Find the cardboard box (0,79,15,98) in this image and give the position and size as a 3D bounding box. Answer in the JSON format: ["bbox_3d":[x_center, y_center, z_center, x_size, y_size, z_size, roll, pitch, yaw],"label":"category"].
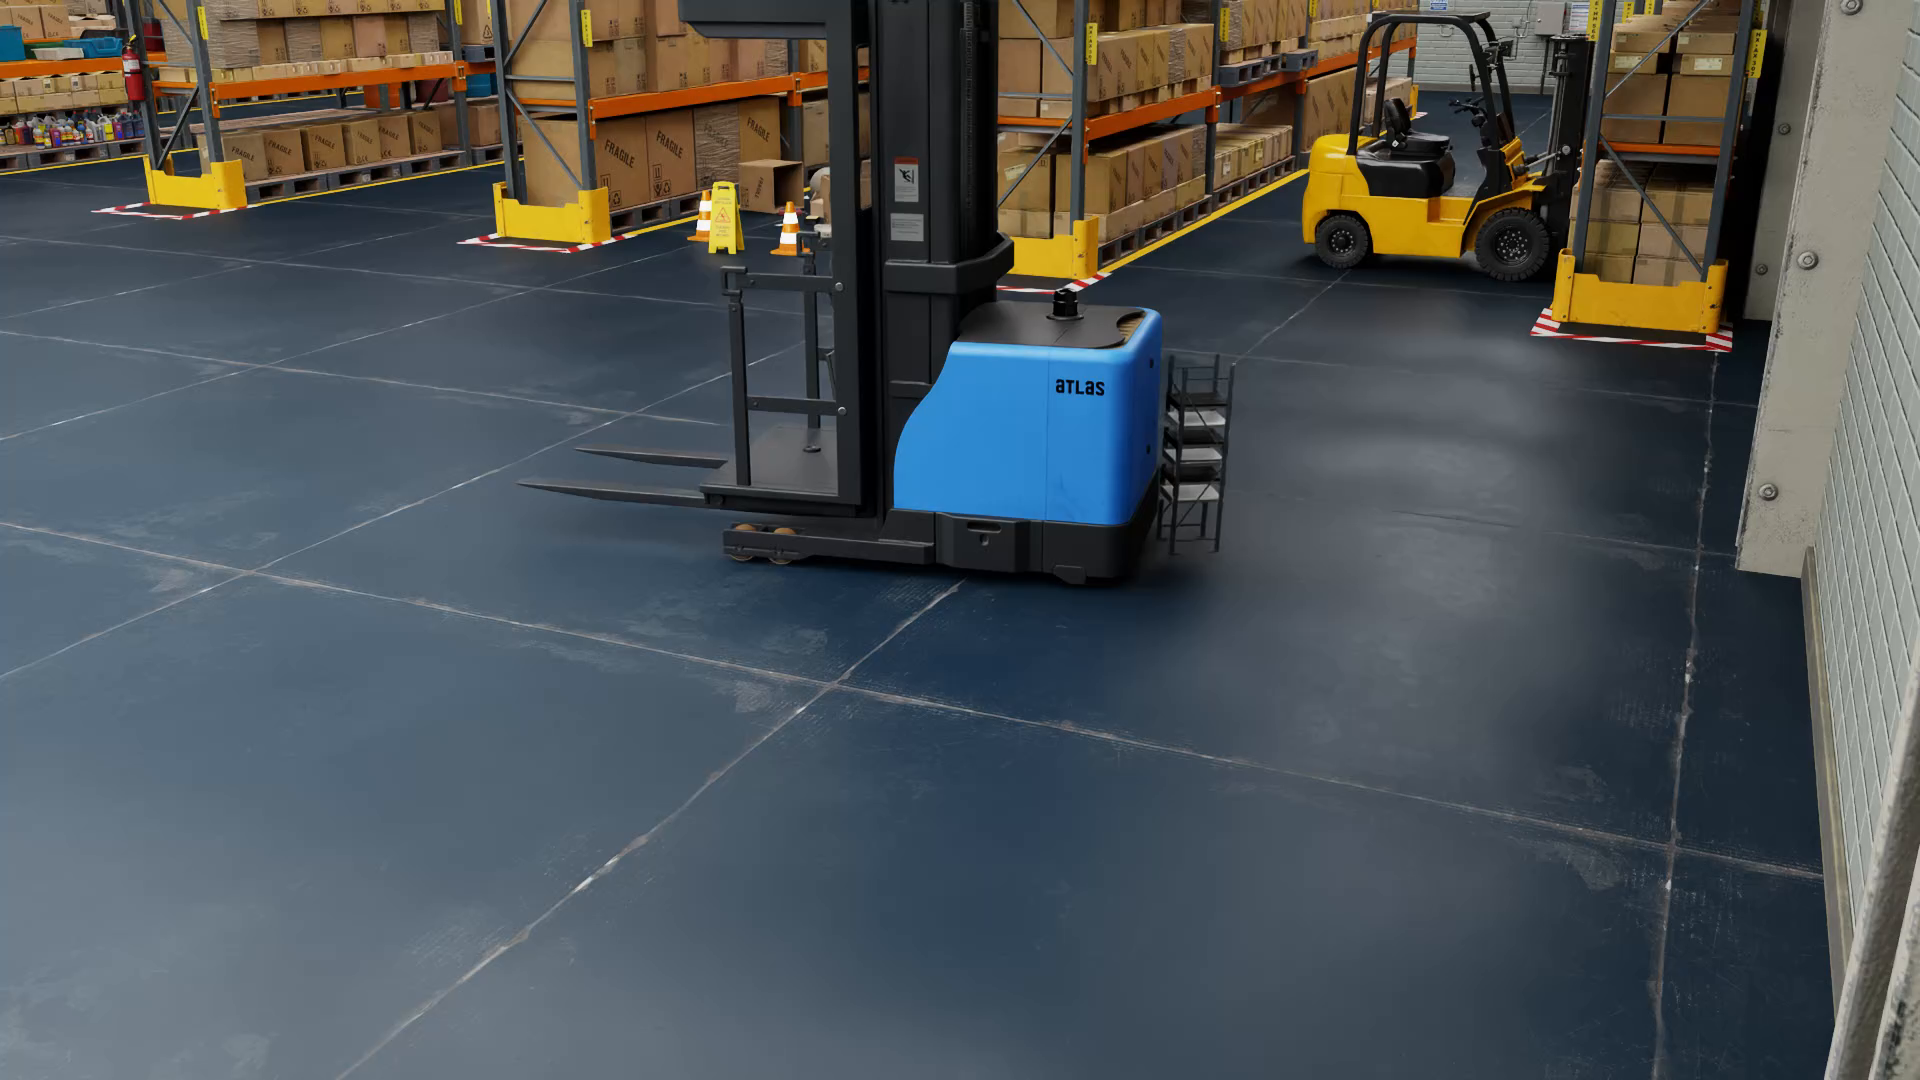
[{"bbox_3d":[-15.251,-7.098,26.092,0.500,0.311,0.500,8,21,22],"label":"cardboard box"}]

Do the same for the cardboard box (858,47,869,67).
[{"bbox_3d":[-1.464,-6.093,20.477,0.500,0.500,0.500,8,21,22],"label":"cardboard box"}]

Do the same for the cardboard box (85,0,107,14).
[{"bbox_3d":[-17.262,-10.675,32.887,0.500,0.500,0.500,9,21,23],"label":"cardboard box"}]

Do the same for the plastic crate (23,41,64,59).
[{"bbox_3d":[-12.154,-6.531,22.171,0.450,0.188,0.662,9,21,23],"label":"plastic crate"}]

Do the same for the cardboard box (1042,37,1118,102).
[{"bbox_3d":[1.028,-4.038,14.255,0.500,0.500,0.500,8,21,22],"label":"cardboard box"}]

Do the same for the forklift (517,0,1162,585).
[{"bbox_3d":[-0.609,-1.433,7.623,3.031,2.935,1.130,5,20,13],"label":"forklift"}]

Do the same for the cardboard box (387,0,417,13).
[{"bbox_3d":[-6.958,-6.657,20.126,0.500,0.500,0.500,9,21,23],"label":"cardboard box"}]

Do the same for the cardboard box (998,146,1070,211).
[{"bbox_3d":[0.672,-3.281,15.075,0.500,0.500,0.500,9,21,23],"label":"cardboard box"}]

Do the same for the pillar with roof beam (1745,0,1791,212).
[{"bbox_3d":[4.748,-8.405,18.173,9.100,9.000,0.400,9,21,23],"label":"pillar with roof beam"}]

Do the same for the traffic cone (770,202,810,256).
[{"bbox_3d":[-1.571,-2.906,15.450,0.336,0.463,0.334,9,21,23],"label":"traffic cone"}]

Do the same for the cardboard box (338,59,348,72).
[{"bbox_3d":[-7.441,-5.580,19.558,0.380,0.149,0.250,9,21,23],"label":"cardboard box"}]

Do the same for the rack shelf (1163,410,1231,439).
[{"bbox_3d":[1.093,-0.534,7.674,0.258,0.077,0.200,-2,21,-11],"label":"rack shelf"}]

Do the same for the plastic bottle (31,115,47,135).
[{"bbox_3d":[-12.377,-5.532,22.343,0.144,0.351,0.185,10,22,25],"label":"plastic bottle"}]

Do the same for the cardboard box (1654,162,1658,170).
[{"bbox_3d":[5.853,-3.247,14.608,0.500,0.250,0.500,9,22,25],"label":"cardboard box"}]

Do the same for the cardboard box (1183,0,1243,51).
[{"bbox_3d":[2.673,-5.456,17.615,0.500,0.500,0.500,9,22,24],"label":"cardboard box"}]

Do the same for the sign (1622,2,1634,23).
[{"bbox_3d":[6.250,-4.867,15.568,0.100,0.325,0.005,9,21,23],"label":"sign"}]

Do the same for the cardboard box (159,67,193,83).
[{"bbox_3d":[-8.531,-5.101,18.211,0.380,0.149,0.250,9,21,23],"label":"cardboard box"}]

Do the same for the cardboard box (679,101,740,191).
[{"bbox_3d":[-3.025,-4.354,18.278,0.875,0.875,0.875,9,21,23],"label":"cardboard box"}]

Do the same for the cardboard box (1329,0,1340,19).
[{"bbox_3d":[4.703,-7.134,21.912,0.500,0.500,0.500,9,22,24],"label":"cardboard box"}]

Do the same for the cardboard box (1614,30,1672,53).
[{"bbox_3d":[5.066,-3.696,12.323,0.380,0.149,0.250,9,21,23],"label":"cardboard box"}]

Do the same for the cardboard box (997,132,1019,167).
[{"bbox_3d":[0.583,-4.381,18.412,0.500,0.500,0.500,9,21,23],"label":"cardboard box"}]

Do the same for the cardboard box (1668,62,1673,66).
[{"bbox_3d":[5.504,-3.612,13.500,0.500,0.500,0.500,8,21,22],"label":"cardboard box"}]

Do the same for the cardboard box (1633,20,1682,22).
[{"bbox_3d":[5.893,-4.319,14.075,0.380,0.149,0.250,8,21,22],"label":"cardboard box"}]

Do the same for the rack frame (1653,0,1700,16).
[{"bbox_3d":[8.387,-5.510,18.986,1.000,3.000,0.127,9,21,23],"label":"rack frame"}]

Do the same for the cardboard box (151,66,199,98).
[{"bbox_3d":[-13.773,-8.040,29.173,0.500,0.500,0.500,10,22,25],"label":"cardboard box"}]

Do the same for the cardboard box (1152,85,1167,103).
[{"bbox_3d":[1.749,-4.240,15.790,0.380,0.149,0.250,9,21,23],"label":"cardboard box"}]

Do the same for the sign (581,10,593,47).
[{"bbox_3d":[-3.472,-4.760,15.467,0.100,0.325,0.005,9,21,23],"label":"sign"}]

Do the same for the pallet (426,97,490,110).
[{"bbox_3d":[-8.916,-7.534,28.838,1.003,0.211,1.213,9,21,23],"label":"pallet"}]

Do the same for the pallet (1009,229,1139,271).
[{"bbox_3d":[0.978,-2.697,15.238,1.003,0.211,1.213,9,21,23],"label":"pallet"}]

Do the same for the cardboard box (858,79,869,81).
[{"bbox_3d":[-2.097,-8.986,31.302,0.875,0.875,0.875,9,21,23],"label":"cardboard box"}]

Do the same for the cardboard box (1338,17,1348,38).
[{"bbox_3d":[4.938,-6.938,22.478,0.500,0.250,0.500,9,21,24],"label":"cardboard box"}]

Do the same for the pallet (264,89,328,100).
[{"bbox_3d":[-12.880,-8.565,31.738,1.003,0.211,1.213,9,21,23],"label":"pallet"}]

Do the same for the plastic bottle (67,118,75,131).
[{"bbox_3d":[-12.153,-5.631,22.740,0.097,0.271,0.097,0,20,0],"label":"plastic bottle"}]

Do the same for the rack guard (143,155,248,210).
[{"bbox_3d":[-8.428,-3.950,18.329,1.175,0.500,0.348,9,21,23],"label":"rack guard"}]

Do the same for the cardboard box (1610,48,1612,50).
[{"bbox_3d":[5.075,-3.644,12.621,0.380,0.149,0.250,9,21,24],"label":"cardboard box"}]

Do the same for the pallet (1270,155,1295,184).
[{"bbox_3d":[3.536,-4.638,20.694,1.003,0.211,1.213,9,21,23],"label":"pallet"}]

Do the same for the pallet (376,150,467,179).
[{"bbox_3d":[-7.064,-4.803,21.159,1.003,0.211,1.213,9,21,23],"label":"pallet"}]

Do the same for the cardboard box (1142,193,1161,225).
[{"bbox_3d":[1.592,-3.179,15.908,0.500,0.250,0.500,10,22,26],"label":"cardboard box"}]

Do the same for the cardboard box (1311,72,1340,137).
[{"bbox_3d":[4.585,-5.859,22.510,0.875,0.875,0.875,9,21,23],"label":"cardboard box"}]

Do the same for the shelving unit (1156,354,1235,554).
[{"bbox_3d":[1.089,-0.397,7.726,0.258,0.900,0.210,-2,21,-11],"label":"shelving unit"}]

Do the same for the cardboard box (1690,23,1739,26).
[{"bbox_3d":[6.103,-4.100,13.459,0.380,0.149,0.250,9,21,23],"label":"cardboard box"}]

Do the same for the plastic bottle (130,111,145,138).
[{"bbox_3d":[-11.341,-5.729,22.899,0.144,0.351,0.185,8,21,21],"label":"plastic bottle"}]

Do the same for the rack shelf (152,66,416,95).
[{"bbox_3d":[-7.641,-5.469,19.652,0.919,0.124,3.809,9,21,23],"label":"rack shelf"}]

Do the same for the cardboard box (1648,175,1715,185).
[{"bbox_3d":[5.682,-2.712,13.103,0.500,0.250,0.500,9,21,23],"label":"cardboard box"}]

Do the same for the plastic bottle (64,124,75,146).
[{"bbox_3d":[-11.770,-5.352,21.958,0.097,0.271,0.097,0,20,0],"label":"plastic bottle"}]

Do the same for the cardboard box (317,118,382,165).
[{"bbox_3d":[-7.432,-4.854,20.244,0.500,0.500,0.500,7,21,18],"label":"cardboard box"}]

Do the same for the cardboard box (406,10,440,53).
[{"bbox_3d":[-7.062,-6.385,20.853,0.875,0.500,0.500,9,21,23],"label":"cardboard box"}]

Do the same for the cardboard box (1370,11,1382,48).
[{"bbox_3d":[5.926,-7.567,24.622,0.500,0.500,0.500,9,22,24],"label":"cardboard box"}]

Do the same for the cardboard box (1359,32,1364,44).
[{"bbox_3d":[5.542,-7.170,23.878,0.500,0.250,0.500,8,21,21],"label":"cardboard box"}]

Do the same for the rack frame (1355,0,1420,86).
[{"bbox_3d":[7.133,-8.636,27.774,1.000,3.000,0.127,9,21,23],"label":"rack frame"}]

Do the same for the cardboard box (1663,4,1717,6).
[{"bbox_3d":[9.090,-6.462,20.888,0.700,0.500,0.500,8,21,22],"label":"cardboard box"}]

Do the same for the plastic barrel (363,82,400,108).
[{"bbox_3d":[-9.517,-7.557,27.353,0.600,0.830,0.708,9,21,23],"label":"plastic barrel"}]

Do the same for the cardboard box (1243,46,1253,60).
[{"bbox_3d":[3.034,-5.417,18.474,0.380,0.149,0.250,9,21,24],"label":"cardboard box"}]

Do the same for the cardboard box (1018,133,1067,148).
[{"bbox_3d":[0.761,-3.708,15.308,0.380,0.149,0.250,9,22,24],"label":"cardboard box"}]

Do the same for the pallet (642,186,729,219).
[{"bbox_3d":[-3.219,-3.706,18.074,1.003,0.211,1.213,9,21,23],"label":"pallet"}]

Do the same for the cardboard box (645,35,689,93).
[{"bbox_3d":[-3.316,-4.908,17.070,0.875,0.550,0.550,9,21,23],"label":"cardboard box"}]
